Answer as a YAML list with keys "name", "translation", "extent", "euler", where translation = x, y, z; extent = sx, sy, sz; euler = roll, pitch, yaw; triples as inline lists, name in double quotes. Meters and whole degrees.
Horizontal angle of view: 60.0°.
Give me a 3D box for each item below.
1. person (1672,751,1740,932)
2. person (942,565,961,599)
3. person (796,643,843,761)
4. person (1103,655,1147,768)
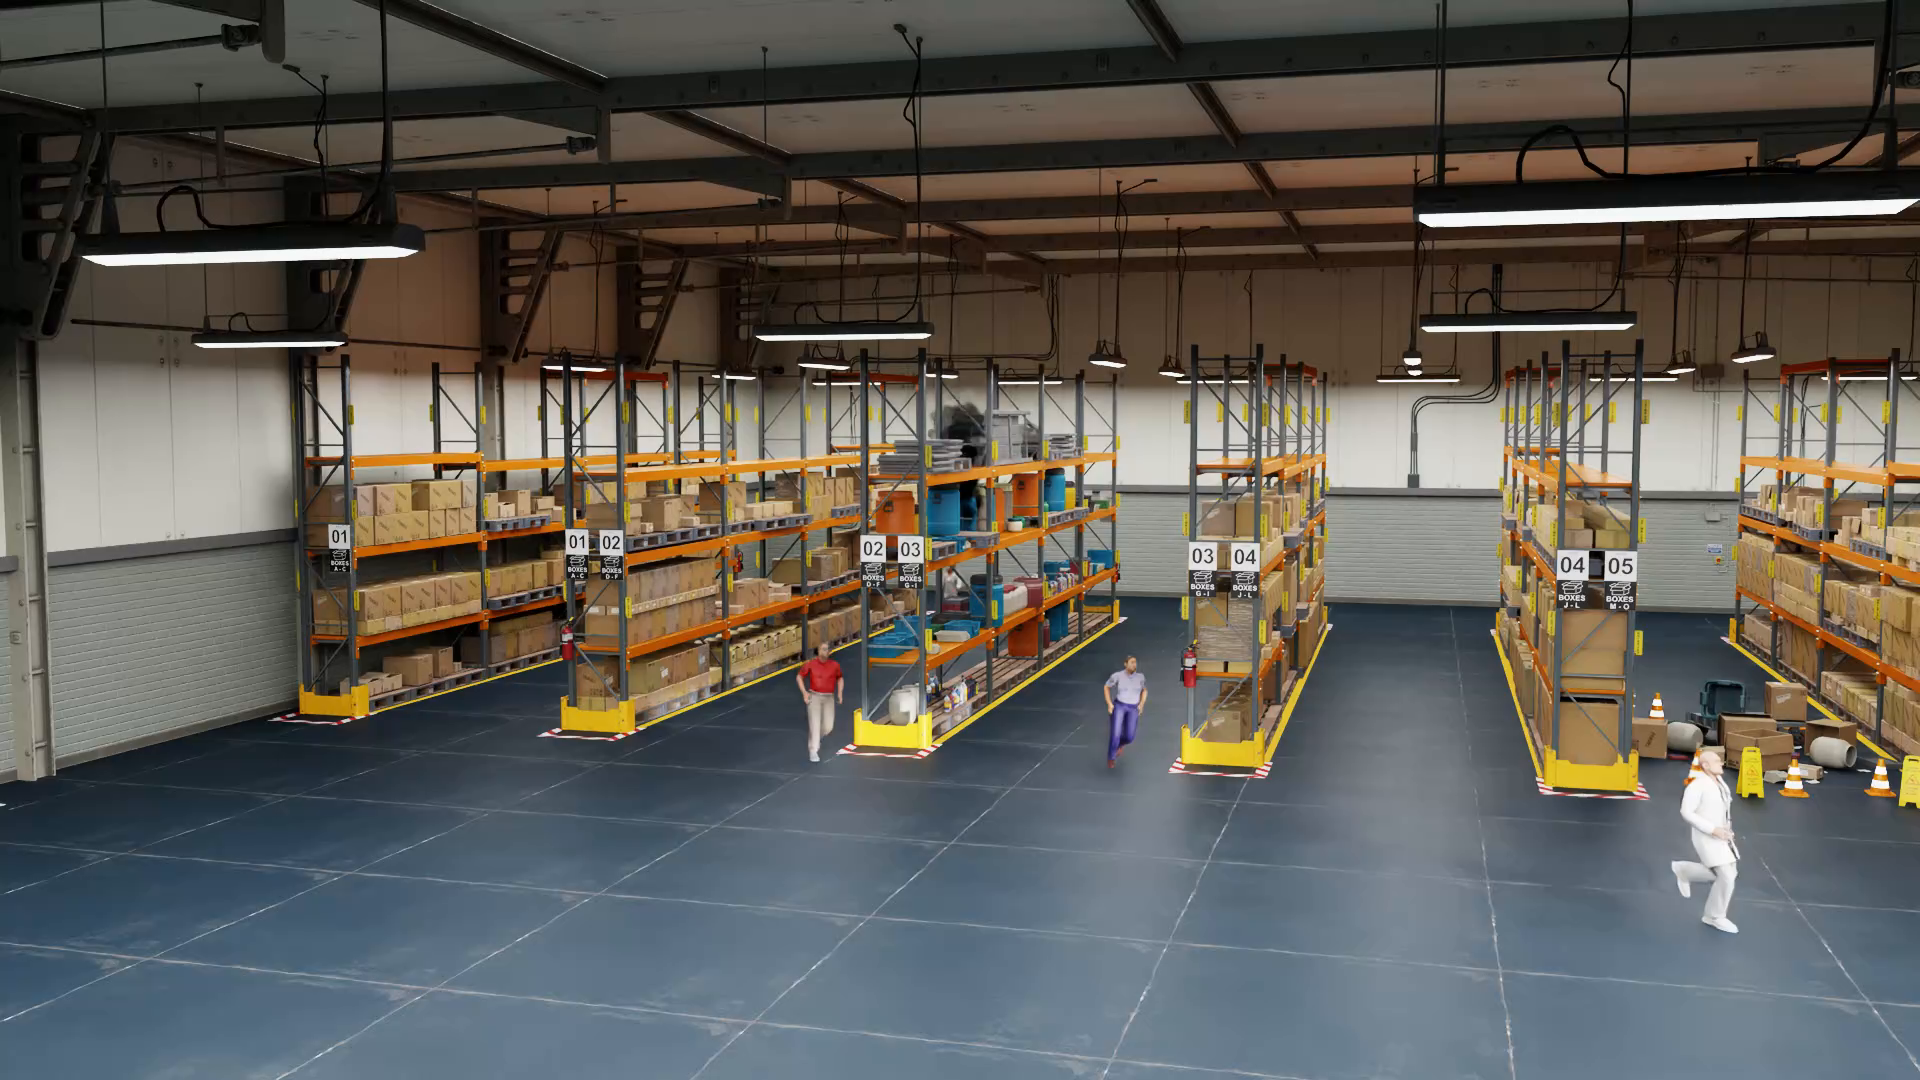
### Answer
- name: "person"
  translation: [7.333, 2.928, 16.361]
  extent: [0.730, 1.724, 0.716]
  euler: [-4, 6, -43]
- name: "person"
  translation: [-0.239, 1.307, 38.922]
  extent: [0.541, 1.552, 0.666]
  euler: [1, 4, 9]
- name: "person"
  translation: [-2.026, 2.357, 24.326]
  extent: [0.706, 1.683, 0.543]
  euler: [-1, 4, -17]
- name: "person"
  translation: [2.375, 2.440, 23.834]
  extent: [0.648, 1.593, 0.545]
  euler: [0, 4, -6]
